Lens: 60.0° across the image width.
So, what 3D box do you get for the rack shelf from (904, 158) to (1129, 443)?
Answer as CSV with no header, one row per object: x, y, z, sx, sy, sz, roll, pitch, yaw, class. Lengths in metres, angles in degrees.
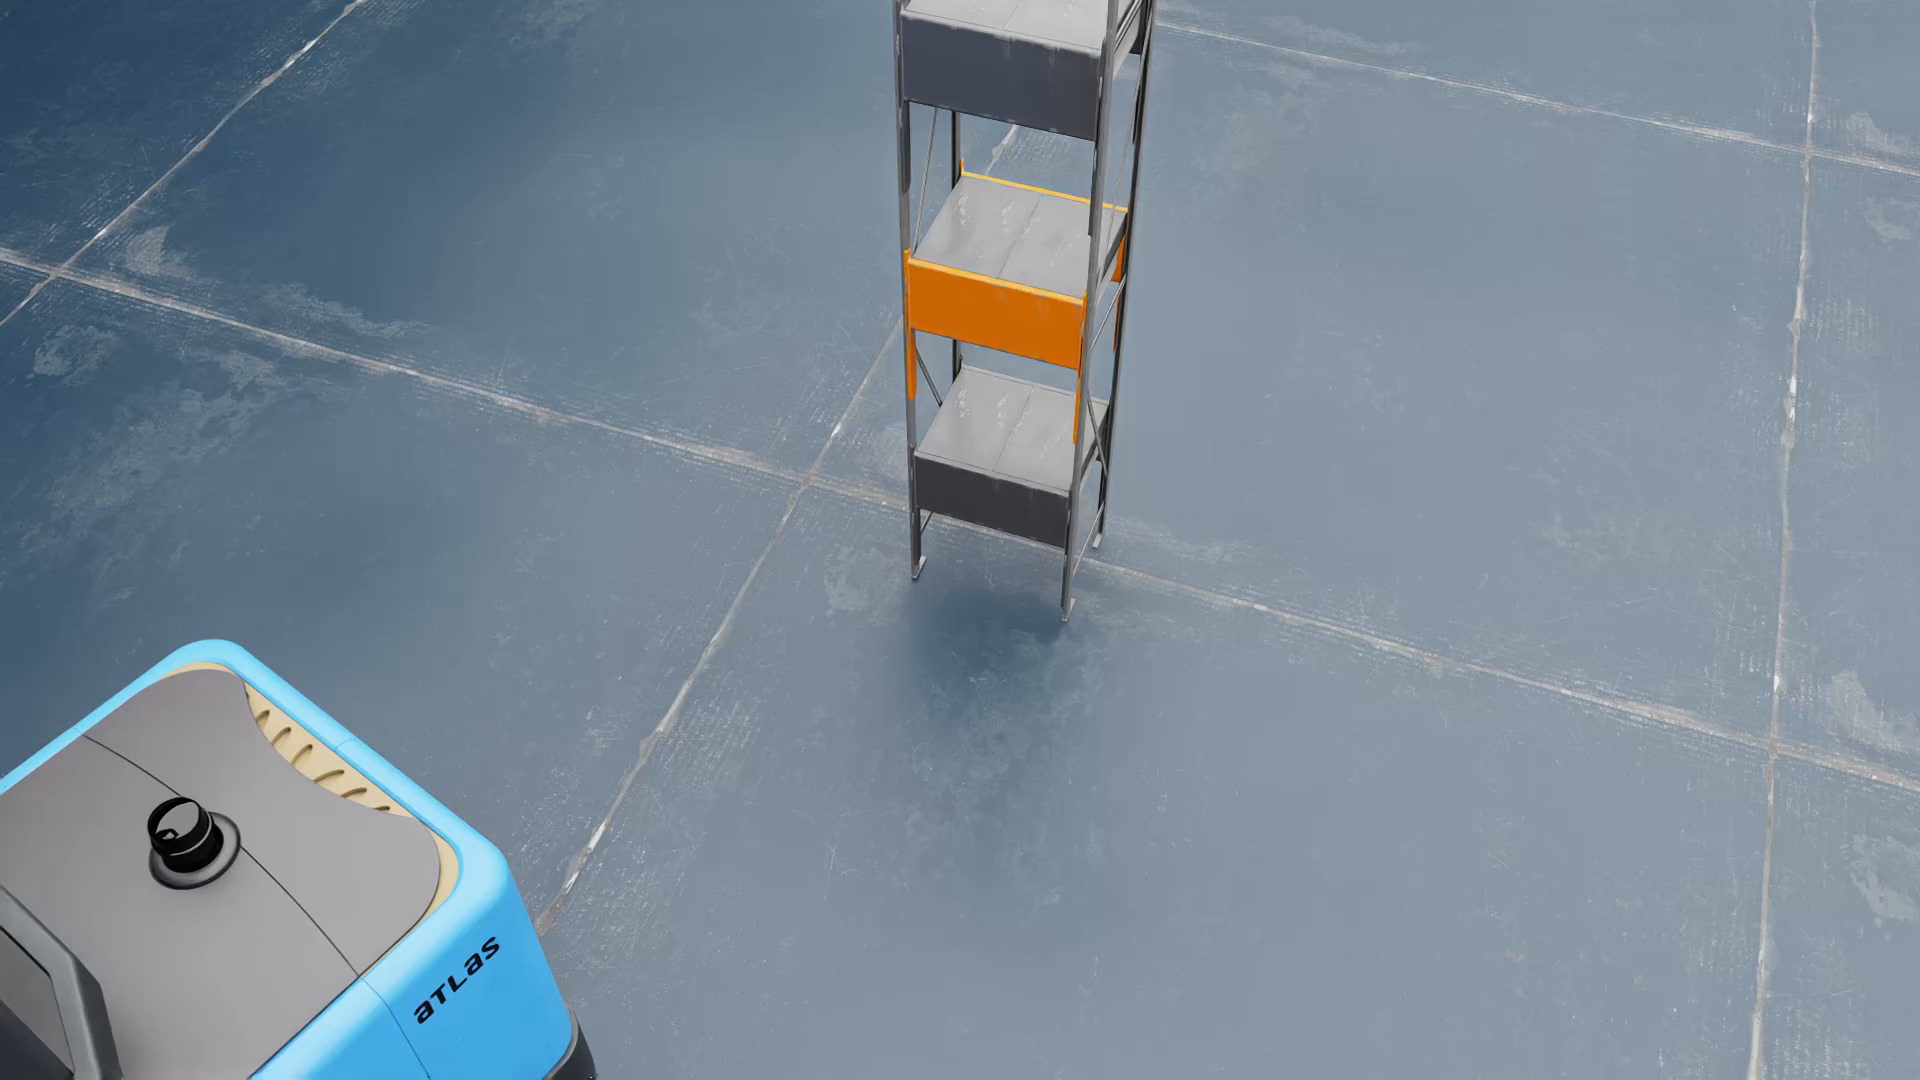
0.155,-0.635,4.429,0.480,0.518,0.431,16,51,13,rack shelf

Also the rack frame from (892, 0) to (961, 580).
-0.074,-0.708,4.474,0.015,2.100,0.400,16,51,13,rack frame

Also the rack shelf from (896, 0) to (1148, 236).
0.155,-1.094,3.900,0.480,0.518,0.431,16,51,13,rack shelf

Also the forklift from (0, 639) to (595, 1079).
-2.179,1.042,2.407,1.130,2.935,3.031,30,56,24,forklift

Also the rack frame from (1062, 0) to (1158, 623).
0.384,-0.580,4.364,0.015,2.100,0.400,16,51,13,rack frame

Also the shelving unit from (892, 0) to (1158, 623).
0.155,-0.644,4.419,0.503,2.100,0.431,16,51,13,shelving unit

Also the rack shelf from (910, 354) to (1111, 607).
0.155,-0.177,4.958,0.480,0.518,0.431,16,51,13,rack shelf
